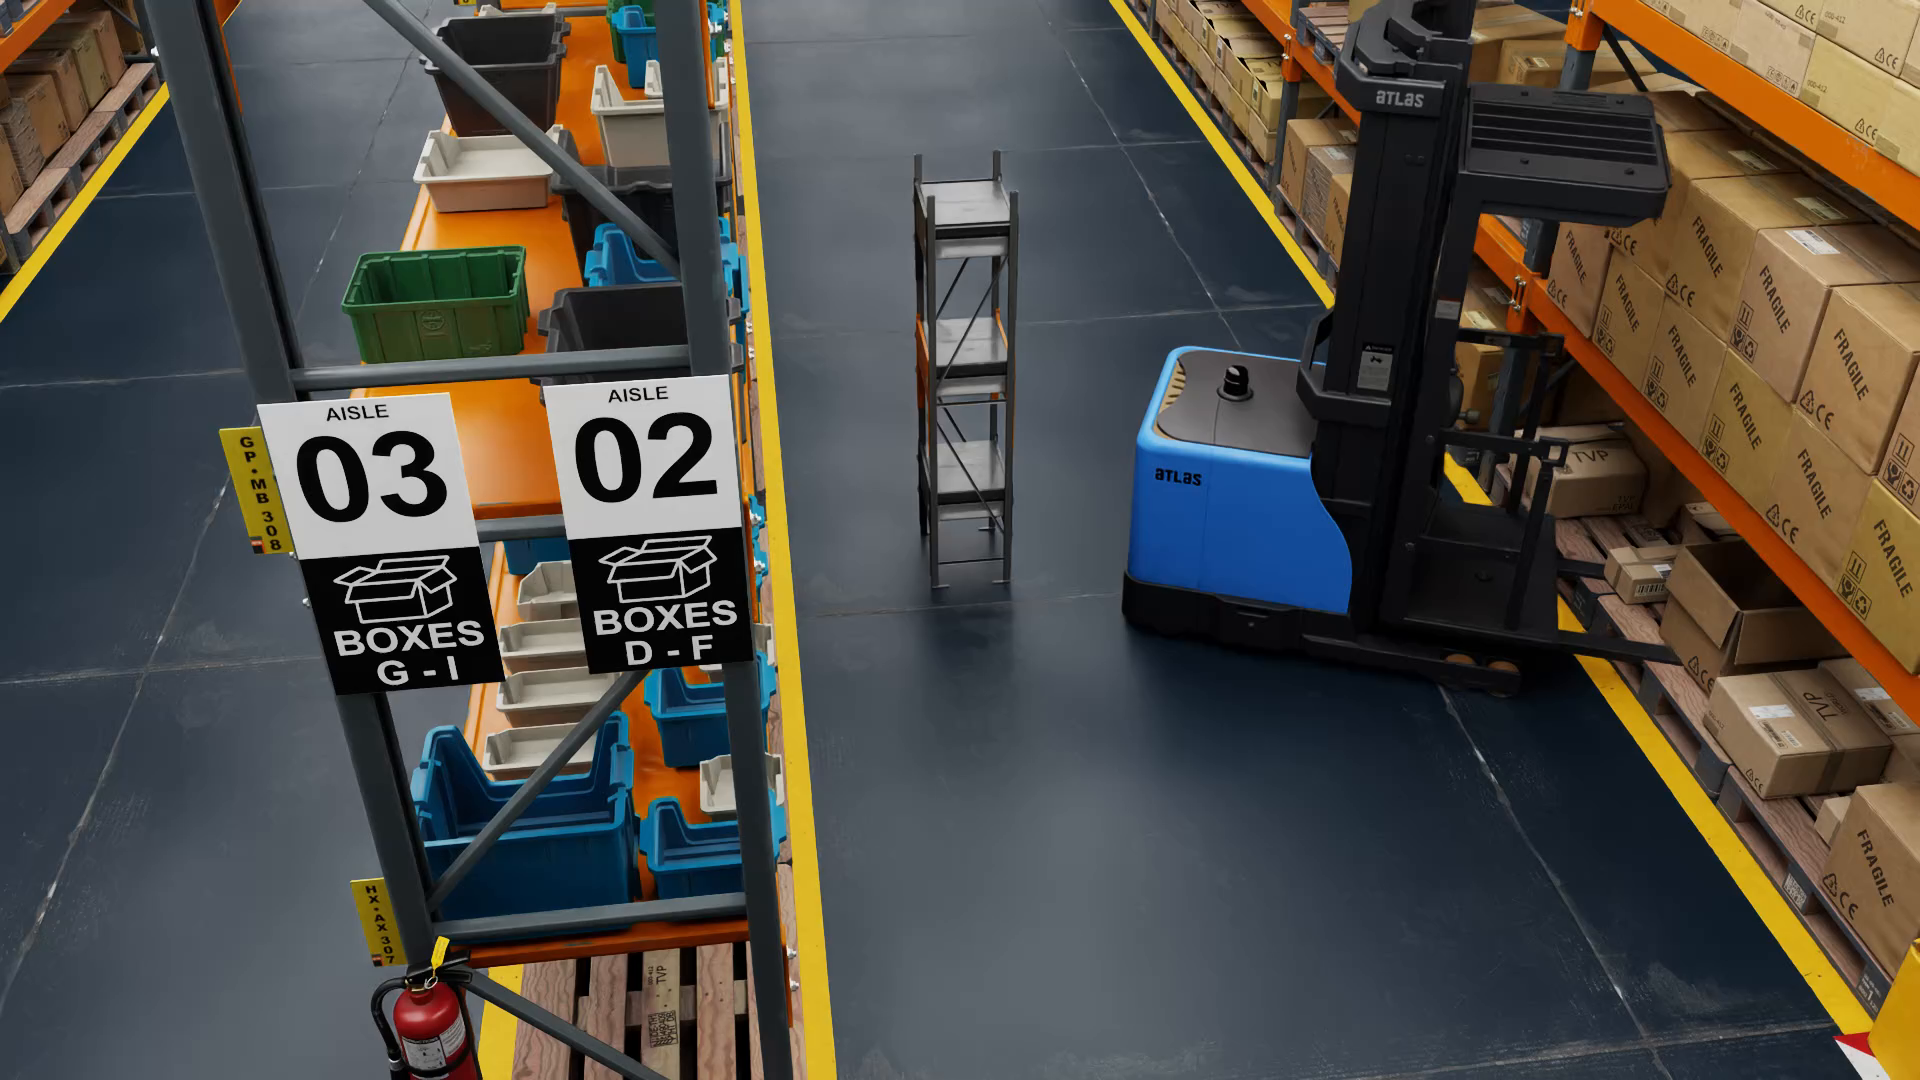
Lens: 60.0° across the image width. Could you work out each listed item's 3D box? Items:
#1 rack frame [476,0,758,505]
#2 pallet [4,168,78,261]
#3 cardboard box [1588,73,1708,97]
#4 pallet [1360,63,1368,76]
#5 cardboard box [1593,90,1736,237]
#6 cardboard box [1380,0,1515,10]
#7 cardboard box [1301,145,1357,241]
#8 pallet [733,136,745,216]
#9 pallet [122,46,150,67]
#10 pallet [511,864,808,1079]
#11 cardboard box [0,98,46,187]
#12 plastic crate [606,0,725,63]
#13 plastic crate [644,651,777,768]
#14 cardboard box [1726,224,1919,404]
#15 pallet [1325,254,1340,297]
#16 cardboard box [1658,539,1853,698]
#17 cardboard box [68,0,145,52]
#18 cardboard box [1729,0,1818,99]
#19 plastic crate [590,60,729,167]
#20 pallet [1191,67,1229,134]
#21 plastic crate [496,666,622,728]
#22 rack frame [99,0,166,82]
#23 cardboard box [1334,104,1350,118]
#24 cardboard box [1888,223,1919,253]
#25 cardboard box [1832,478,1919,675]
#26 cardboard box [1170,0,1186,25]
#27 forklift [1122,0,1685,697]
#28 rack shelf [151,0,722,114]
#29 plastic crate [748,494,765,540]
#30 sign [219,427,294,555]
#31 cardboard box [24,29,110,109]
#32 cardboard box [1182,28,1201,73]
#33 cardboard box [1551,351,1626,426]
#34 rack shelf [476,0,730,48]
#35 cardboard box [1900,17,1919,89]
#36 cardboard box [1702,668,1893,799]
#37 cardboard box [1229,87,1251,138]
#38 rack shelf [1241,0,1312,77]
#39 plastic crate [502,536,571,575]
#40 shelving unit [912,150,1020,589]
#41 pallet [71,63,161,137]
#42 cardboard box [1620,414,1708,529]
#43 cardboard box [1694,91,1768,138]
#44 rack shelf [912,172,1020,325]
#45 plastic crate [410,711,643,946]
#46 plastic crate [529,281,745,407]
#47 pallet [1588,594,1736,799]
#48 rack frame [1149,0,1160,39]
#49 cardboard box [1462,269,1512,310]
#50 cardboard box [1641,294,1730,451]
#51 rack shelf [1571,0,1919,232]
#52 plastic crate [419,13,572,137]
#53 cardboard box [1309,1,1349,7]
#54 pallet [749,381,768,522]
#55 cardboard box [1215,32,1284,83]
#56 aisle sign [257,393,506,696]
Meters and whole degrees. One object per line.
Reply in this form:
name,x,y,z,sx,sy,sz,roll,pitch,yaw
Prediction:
rack frame,-1.539,-1.193,7.837,1.000,3.000,0.127,-4,35,-6
pallet,-7.089,-2.334,11.987,1.003,0.211,1.213,-4,35,-6
cardboard box,3.527,-2.062,8.650,0.700,0.500,0.500,-16,37,-22
pallet,3.098,-2.634,10.121,1.003,0.211,1.213,-4,35,-6
cardboard box,3.154,-1.736,7.657,0.500,0.500,0.500,-4,34,-5
cardboard box,2.962,-3.145,10.240,0.700,0.500,0.500,2,34,3
cardboard box,2.686,-2.379,11.407,0.500,0.500,0.500,-6,35,-8
pallet,-2.143,-2.708,12.536,1.003,0.211,1.213,-4,35,-6
pallet,-7.649,-4.502,15.168,1.003,0.211,1.213,-4,35,-6
pallet,-1.074,1.729,6.026,1.003,0.211,1.213,-4,35,-6
cardboard box,-7.183,-2.879,12.141,0.700,0.500,0.500,-7,35,-10
plastic crate,-1.183,-2.131,6.738,0.450,0.188,0.662,-4,35,-6
plastic crate,-0.797,0.554,5.369,0.416,0.233,0.300,-4,35,-6
cardboard box,3.363,-0.873,6.391,0.500,0.500,0.500,-3,34,-5
pallet,3.055,-1.547,10.832,1.003,0.211,1.213,-4,35,-6
cardboard box,3.627,0.332,7.425,0.797,0.503,0.637,-4,35,-6
cardboard box,-7.537,-4.649,14.755,0.500,0.500,0.500,-5,35,-8
cardboard box,3.319,-1.895,6.336,0.500,0.250,0.500,-4,35,-6
plastic crate,-0.994,-1.411,5.599,0.437,0.282,0.530,-4,35,-6
pallet,2.599,-3.787,14.120,1.003,0.211,1.213,-4,35,-6
plastic crate,-1.315,0.519,5.505,0.396,0.136,0.243,-4,35,-6
rack frame,-7.523,-5.282,13.837,1.000,3.000,0.127,-4,35,-6
cardboard box,3.052,-3.381,12.619,0.500,0.311,0.500,-3,34,-5
cardboard box,3.900,-0.910,6.445,0.500,0.500,0.500,-5,35,-7
cardboard box,3.504,0.107,5.841,0.500,0.500,0.500,-4,34,-6
cardboard box,2.164,-4.770,14.656,0.500,0.311,0.500,-5,35,-7
forklift,2.365,-0.819,7.349,3.031,2.935,1.130,9,35,13
rack shelf,-1.270,-2.093,4.825,1.077,0.370,4.000,-4,35,-6
plastic crate,-0.926,0.019,6.154,0.416,0.233,0.300,-4,35,-6
sign,-1.544,-0.106,3.671,0.100,0.325,0.005,-4,35,-6
cardboard box,-7.417,-3.819,13.519,0.700,0.500,0.500,-5,35,-7
cardboard box,2.242,-4.249,14.390,0.500,0.250,0.500,-5,35,-8
cardboard box,3.546,-1.003,9.387,0.500,0.500,0.500,-6,35,-9
rack shelf,-1.808,-3.251,8.832,1.077,0.370,4.000,-4,35,-6
cardboard box,3.455,-1.543,5.377,0.500,0.250,0.500,-4,35,-6
cardboard box,3.492,0.804,6.958,0.500,0.250,0.500,-4,35,-6
cardboard box,2.446,-3.398,13.141,0.500,0.250,0.500,-5,35,-7
rack shelf,2.563,-4.617,13.500,1.077,0.370,4.000,-4,35,-6
plastic crate,-1.532,-0.043,6.245,0.416,0.233,0.300,-4,35,-6
shelving unit,0.022,-0.775,8.023,0.431,2.100,0.503,-4,35,-6
pallet,-7.417,-3.695,13.985,1.003,0.211,1.213,-4,35,-6
cardboard box,3.727,-0.418,8.529,0.500,0.500,0.500,-4,35,-6
cardboard box,3.694,-1.758,7.689,0.500,0.500,0.500,-4,34,-6
rack shelf,0.022,-1.342,7.637,0.431,0.518,0.480,-4,35,-6
plastic crate,-1.232,0.827,4.788,0.616,0.435,0.499,-4,35,-6
plastic crate,-0.777,-0.382,4.099,0.497,0.269,0.590,-4,35,-6
pallet,3.628,0.652,7.606,1.003,0.211,1.213,-4,35,-6
rack frame,2.294,-6.030,14.935,1.000,3.000,0.127,-4,35,-6
cardboard box,2.961,-1.245,9.742,0.500,0.500,0.500,-4,35,-6
cardboard box,3.305,-0.737,7.079,0.500,0.500,0.500,-5,35,-7
rack shelf,3.638,-1.392,6.104,1.077,0.370,4.000,-4,35,-6
plastic crate,-1.644,-1.664,5.981,0.497,0.269,0.590,-4,35,-6
cardboard box,2.826,-3.967,11.987,0.500,0.311,0.500,-2,34,-3
pallet,-1.602,-0.474,9.258,1.003,0.211,1.213,-4,35,-6
cardboard box,2.376,-3.912,13.398,0.500,0.311,0.500,-5,35,-7
aisle sign,-1.282,0.028,3.738,0.394,0.787,0.004,-4,35,-6
